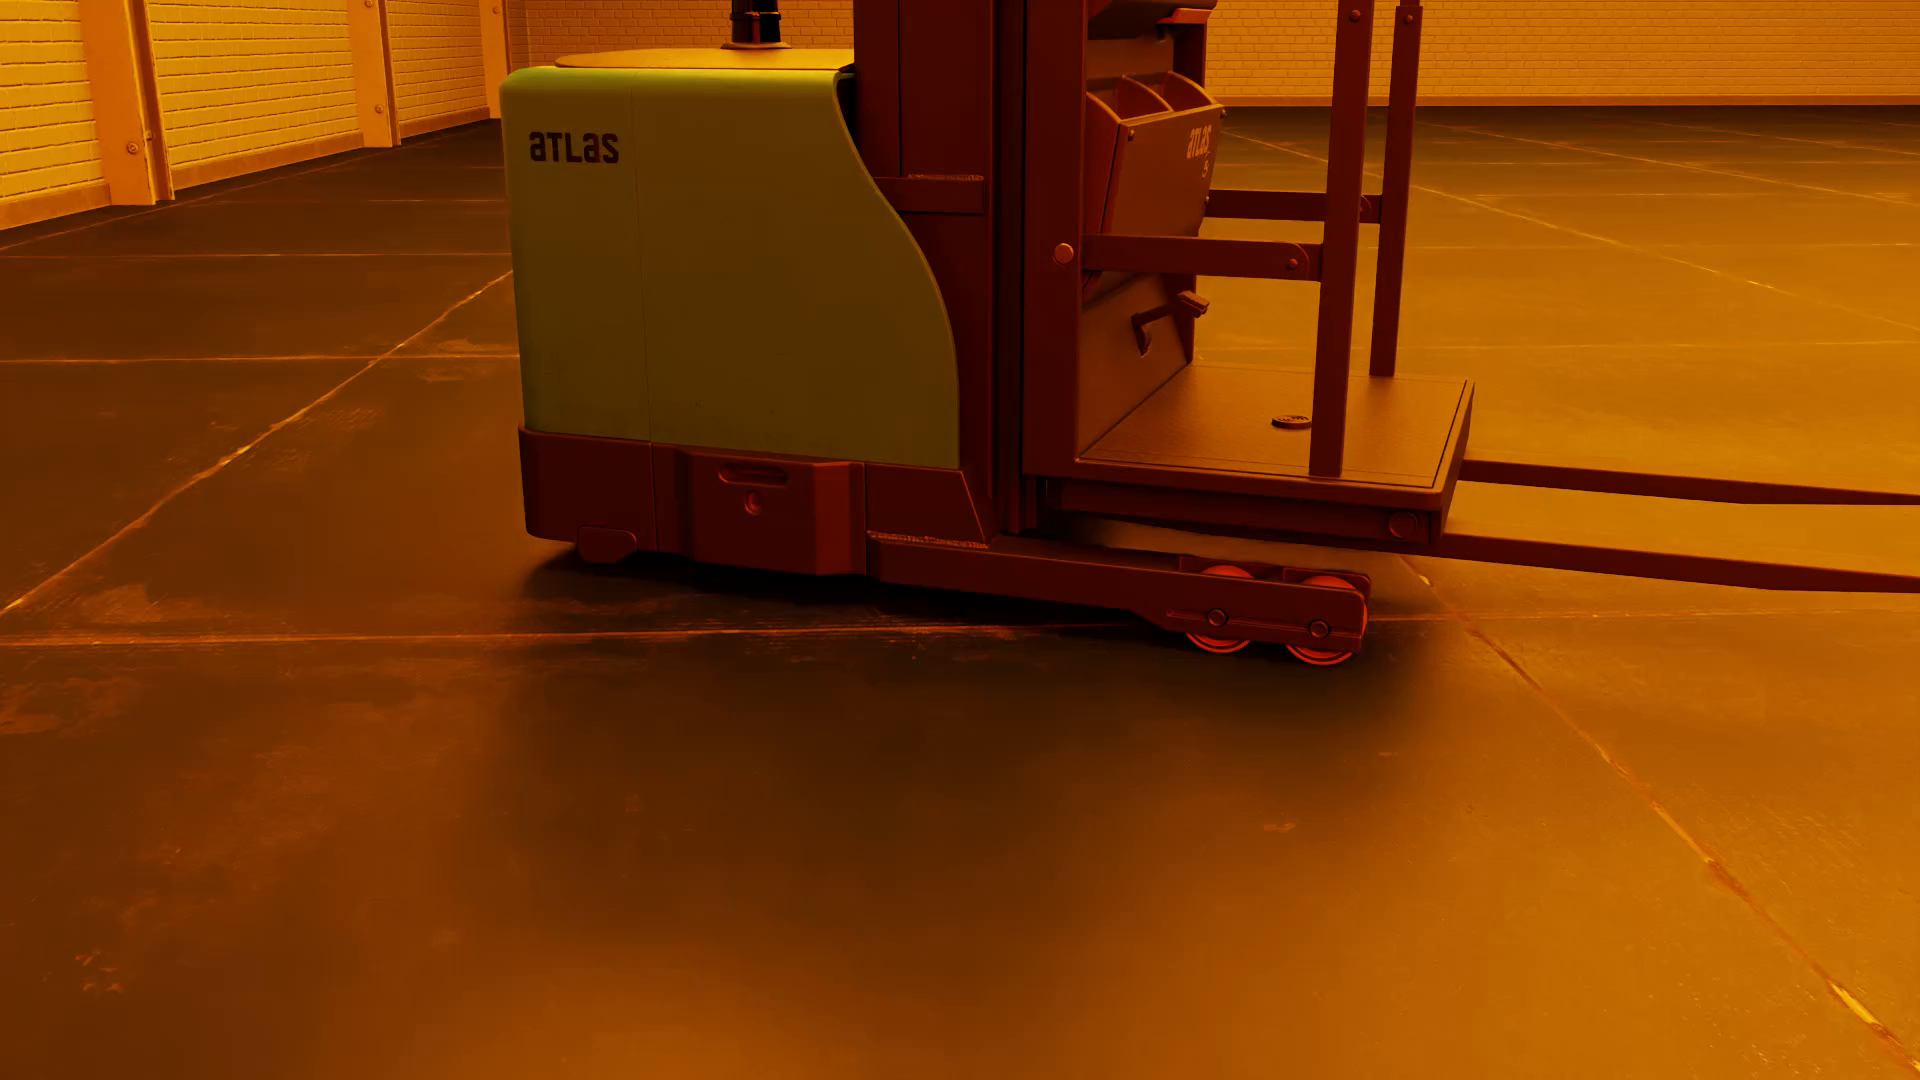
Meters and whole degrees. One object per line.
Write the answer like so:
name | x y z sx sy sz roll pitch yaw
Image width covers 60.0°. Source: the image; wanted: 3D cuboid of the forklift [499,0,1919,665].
forklift | 0.592 -1.340 3.288 3.031 2.935 1.130 6 18 19
